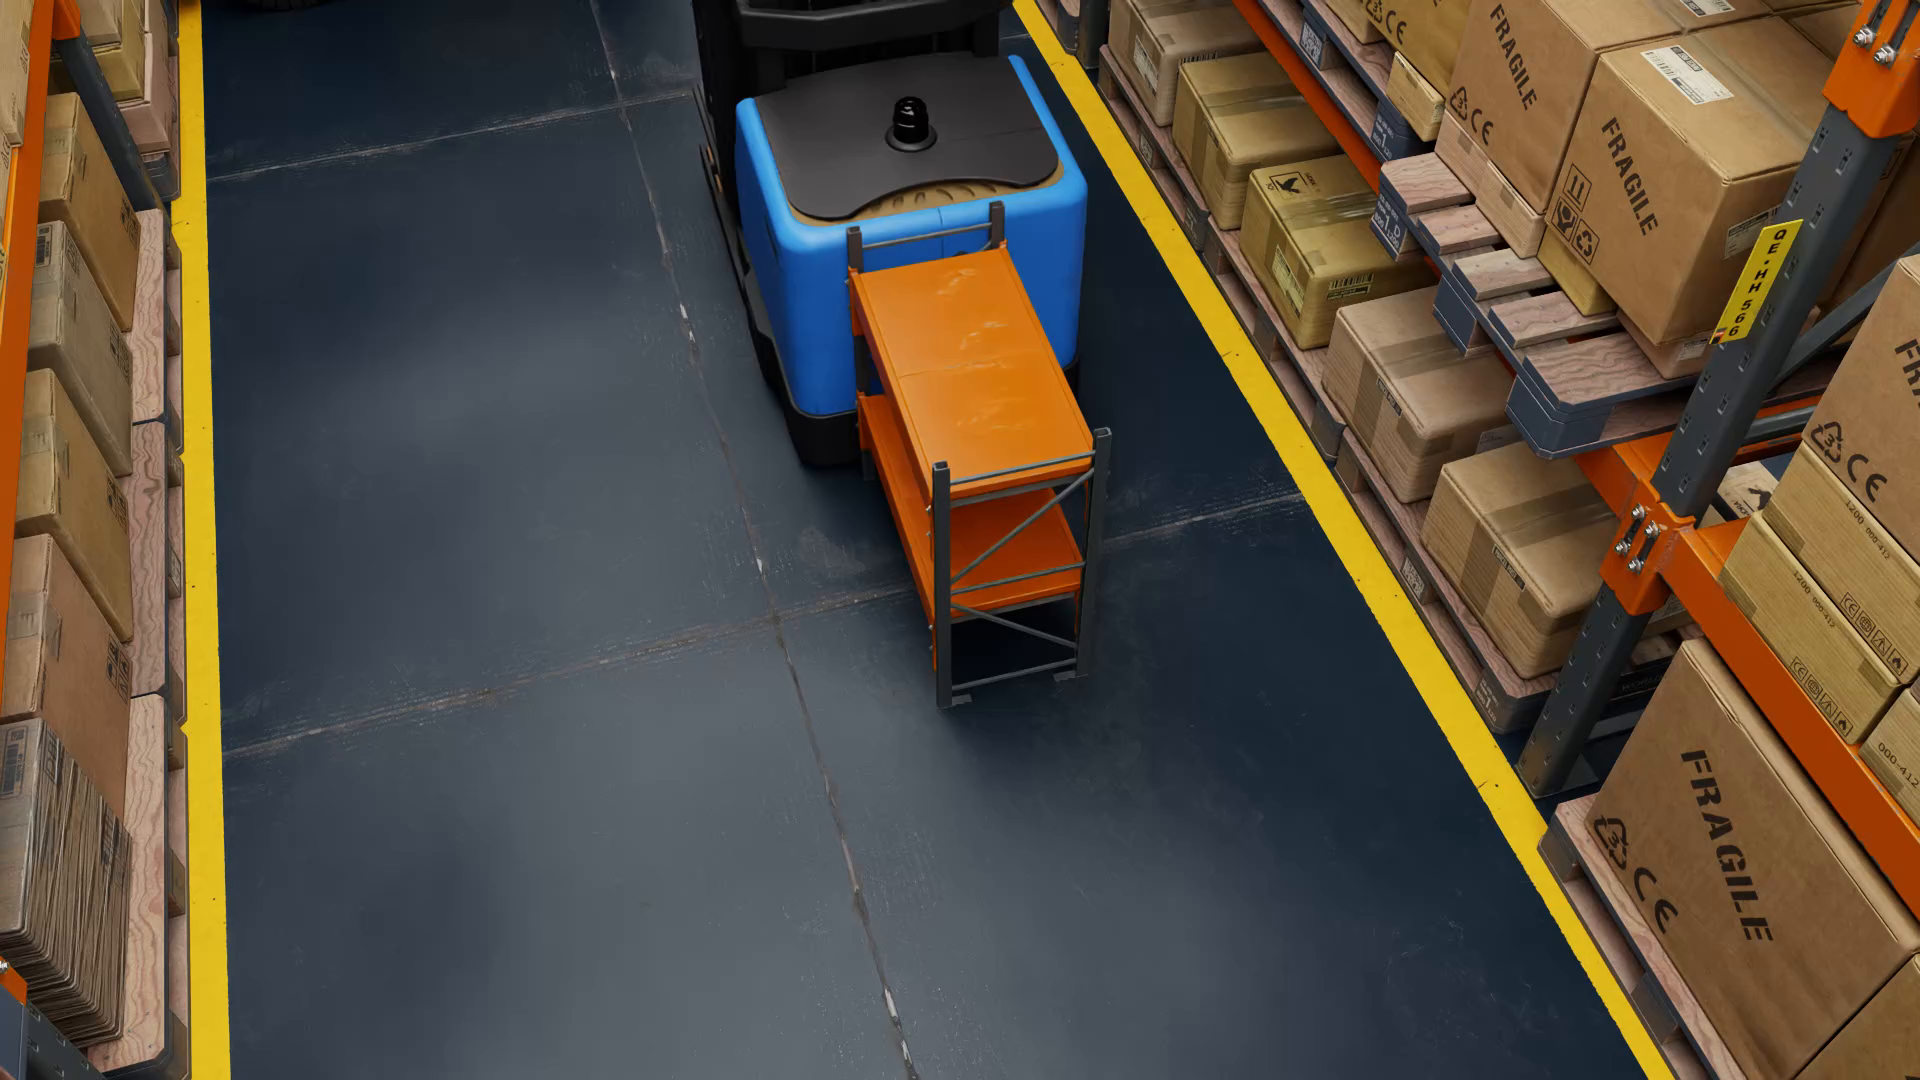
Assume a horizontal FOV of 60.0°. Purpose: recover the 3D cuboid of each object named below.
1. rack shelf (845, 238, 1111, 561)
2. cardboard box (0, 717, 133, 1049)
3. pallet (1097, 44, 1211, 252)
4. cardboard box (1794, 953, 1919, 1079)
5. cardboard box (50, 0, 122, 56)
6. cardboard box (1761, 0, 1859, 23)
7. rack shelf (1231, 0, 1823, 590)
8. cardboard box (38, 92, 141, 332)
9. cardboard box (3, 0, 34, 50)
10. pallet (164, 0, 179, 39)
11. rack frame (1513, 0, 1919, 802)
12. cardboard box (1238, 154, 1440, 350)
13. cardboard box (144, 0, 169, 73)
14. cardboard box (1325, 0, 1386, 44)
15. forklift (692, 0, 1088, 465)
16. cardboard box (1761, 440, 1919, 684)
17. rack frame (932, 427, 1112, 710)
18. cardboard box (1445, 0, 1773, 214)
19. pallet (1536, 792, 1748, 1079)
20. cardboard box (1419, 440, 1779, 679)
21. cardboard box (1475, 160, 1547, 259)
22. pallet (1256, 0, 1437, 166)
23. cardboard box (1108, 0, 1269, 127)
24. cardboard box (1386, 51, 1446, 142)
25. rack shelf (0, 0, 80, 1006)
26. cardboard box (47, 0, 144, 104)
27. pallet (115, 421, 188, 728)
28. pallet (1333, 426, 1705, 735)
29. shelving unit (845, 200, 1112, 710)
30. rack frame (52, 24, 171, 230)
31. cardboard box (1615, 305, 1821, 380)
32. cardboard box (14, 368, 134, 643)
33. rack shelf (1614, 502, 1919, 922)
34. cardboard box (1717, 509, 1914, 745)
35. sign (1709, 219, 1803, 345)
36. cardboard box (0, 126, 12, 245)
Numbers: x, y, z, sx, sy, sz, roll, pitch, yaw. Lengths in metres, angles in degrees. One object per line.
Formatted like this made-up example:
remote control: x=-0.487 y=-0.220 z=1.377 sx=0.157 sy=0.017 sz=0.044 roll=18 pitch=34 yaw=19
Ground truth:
rack shelf: x=0.032 y=-0.447 z=5.008 sx=0.538 sy=0.278 sz=1.000 roll=-12 pitch=51 yaw=-10
cardboard box: x=-2.701 y=0.969 z=4.249 sx=0.875 sy=0.625 sz=0.625 roll=-12 pitch=51 yaw=-10
pallet: x=1.260 y=-1.781 z=7.114 sx=1.003 sy=0.211 sz=1.213 roll=-13 pitch=51 yaw=-11
cardboard box: x=2.596 y=1.398 z=3.725 sx=0.875 sy=0.875 sz=0.875 roll=-13 pitch=51 yaw=-11
cardboard box: x=-3.556 y=-2.119 z=6.444 sx=0.500 sy=0.250 sz=0.500 roll=-14 pitch=51 yaw=-12
cardboard box: x=2.138 y=-1.351 z=4.392 sx=0.500 sy=0.500 sz=0.500 roll=-11 pitch=51 yaw=-9
rack shelf: x=1.619 y=-1.556 z=5.570 sx=1.077 sy=0.370 sz=4.000 roll=-13 pitch=51 yaw=-11
cardboard box: x=-3.548 y=-1.115 z=6.007 sx=0.875 sy=0.625 sz=0.625 roll=-11 pitch=51 yaw=-9
cardboard box: x=-3.314 y=-1.766 z=5.375 sx=0.500 sy=0.250 sz=0.500 roll=-12 pitch=51 yaw=-10
pallet: x=-4.272 y=-2.708 z=7.895 sx=1.003 sy=0.211 sz=1.213 roll=-13 pitch=51 yaw=-11
rack frame: x=2.211 y=-0.327 z=4.064 sx=1.000 sy=3.000 sz=0.127 roll=-13 pitch=51 yaw=-11
cardboard box: x=1.609 y=-1.123 z=6.179 sx=0.950 sy=0.372 sz=0.625 roll=-12 pitch=51 yaw=-10
cardboard box: x=-3.704 y=-2.168 z=7.140 sx=0.500 sy=0.250 sz=0.500 roll=-14 pitch=51 yaw=-12
cardboard box: x=1.355 y=-1.681 z=5.095 sx=0.380 sy=0.149 sz=0.250 roll=-15 pitch=51 yaw=-12
forklift: x=-0.459 y=-2.366 z=5.827 sx=1.130 sy=2.935 sz=3.031 roll=-12 pitch=51 yaw=-10
cardboard box: x=2.125 y=-0.014 z=3.571 sx=0.500 sy=0.250 sz=0.500 roll=-14 pitch=51 yaw=-11
rack frame: x=0.169 y=0.116 z=4.916 sx=0.500 sy=1.125 sz=0.032 roll=-12 pitch=51 yaw=-10
cardboard box: x=1.648 y=-1.235 z=4.294 sx=0.500 sy=0.500 sz=0.500 roll=-14 pitch=51 yaw=-12
pallet: x=2.372 y=1.165 z=4.630 sx=1.003 sy=0.211 sz=1.213 roll=-13 pitch=51 yaw=-11
cardboard box: x=2.053 y=-0.030 z=5.258 sx=0.950 sy=0.372 sz=0.625 roll=-16 pitch=52 yaw=-13
cardboard box: x=1.624 y=-0.921 z=4.454 sx=0.380 sy=0.149 sz=0.250 roll=-14 pitch=51 yaw=-11
pallet: x=1.586 y=-1.702 z=5.348 sx=1.003 sy=0.211 sz=1.213 roll=-13 pitch=51 yaw=-11
cardboard box: x=1.186 y=-2.154 z=7.048 sx=0.950 sy=0.372 sz=0.625 roll=-13 pitch=51 yaw=-11
cardboard box: x=1.462 y=-1.305 z=4.777 sx=0.380 sy=0.149 sz=0.250 roll=-13 pitch=51 yaw=-10
rack shelf: x=-3.121 y=-0.431 z=4.622 sx=1.077 sy=0.370 sz=4.000 roll=-13 pitch=51 yaw=-11
cardboard box: x=-3.561 y=-1.957 z=6.635 sx=0.500 sy=0.250 sz=0.500 roll=-14 pitch=51 yaw=-11
pallet: x=-3.093 y=0.197 z=5.446 sx=1.003 sy=0.211 sz=1.213 roll=-13 pitch=51 yaw=-11
pallet: x=1.981 y=0.001 z=5.611 sx=1.003 sy=0.211 sz=1.213 roll=-13 pitch=51 yaw=-11
shelving unit: x=0.032 y=-0.258 z=5.232 sx=0.538 sy=1.125 sz=1.048 roll=-12 pitch=51 yaw=-10
rack frame: x=-3.713 y=-2.124 z=5.578 sx=1.000 sy=3.000 sz=0.127 roll=-13 pitch=51 yaw=-11
cardboard box: x=1.889 y=-0.568 z=4.156 sx=0.380 sy=0.149 sz=0.250 roll=-12 pitch=51 yaw=-10
cardboard box: x=-3.101 y=0.002 z=5.065 sx=0.875 sy=0.625 sz=0.625 roll=-15 pitch=52 yaw=-12
rack shelf: x=2.802 y=1.366 z=3.107 sx=1.077 sy=0.370 sz=4.000 roll=-13 pitch=51 yaw=-11
cardboard box: x=2.115 y=0.136 z=3.772 sx=0.500 sy=0.250 sz=0.500 roll=-14 pitch=51 yaw=-12
sign: x=1.695 y=-0.545 z=3.542 sx=0.100 sy=0.325 sz=0.005 roll=-13 pitch=51 yaw=-11
cardboard box: x=-3.042 y=-1.031 z=4.755 sx=0.500 sy=0.250 sz=0.500 roll=-13 pitch=51 yaw=-11
